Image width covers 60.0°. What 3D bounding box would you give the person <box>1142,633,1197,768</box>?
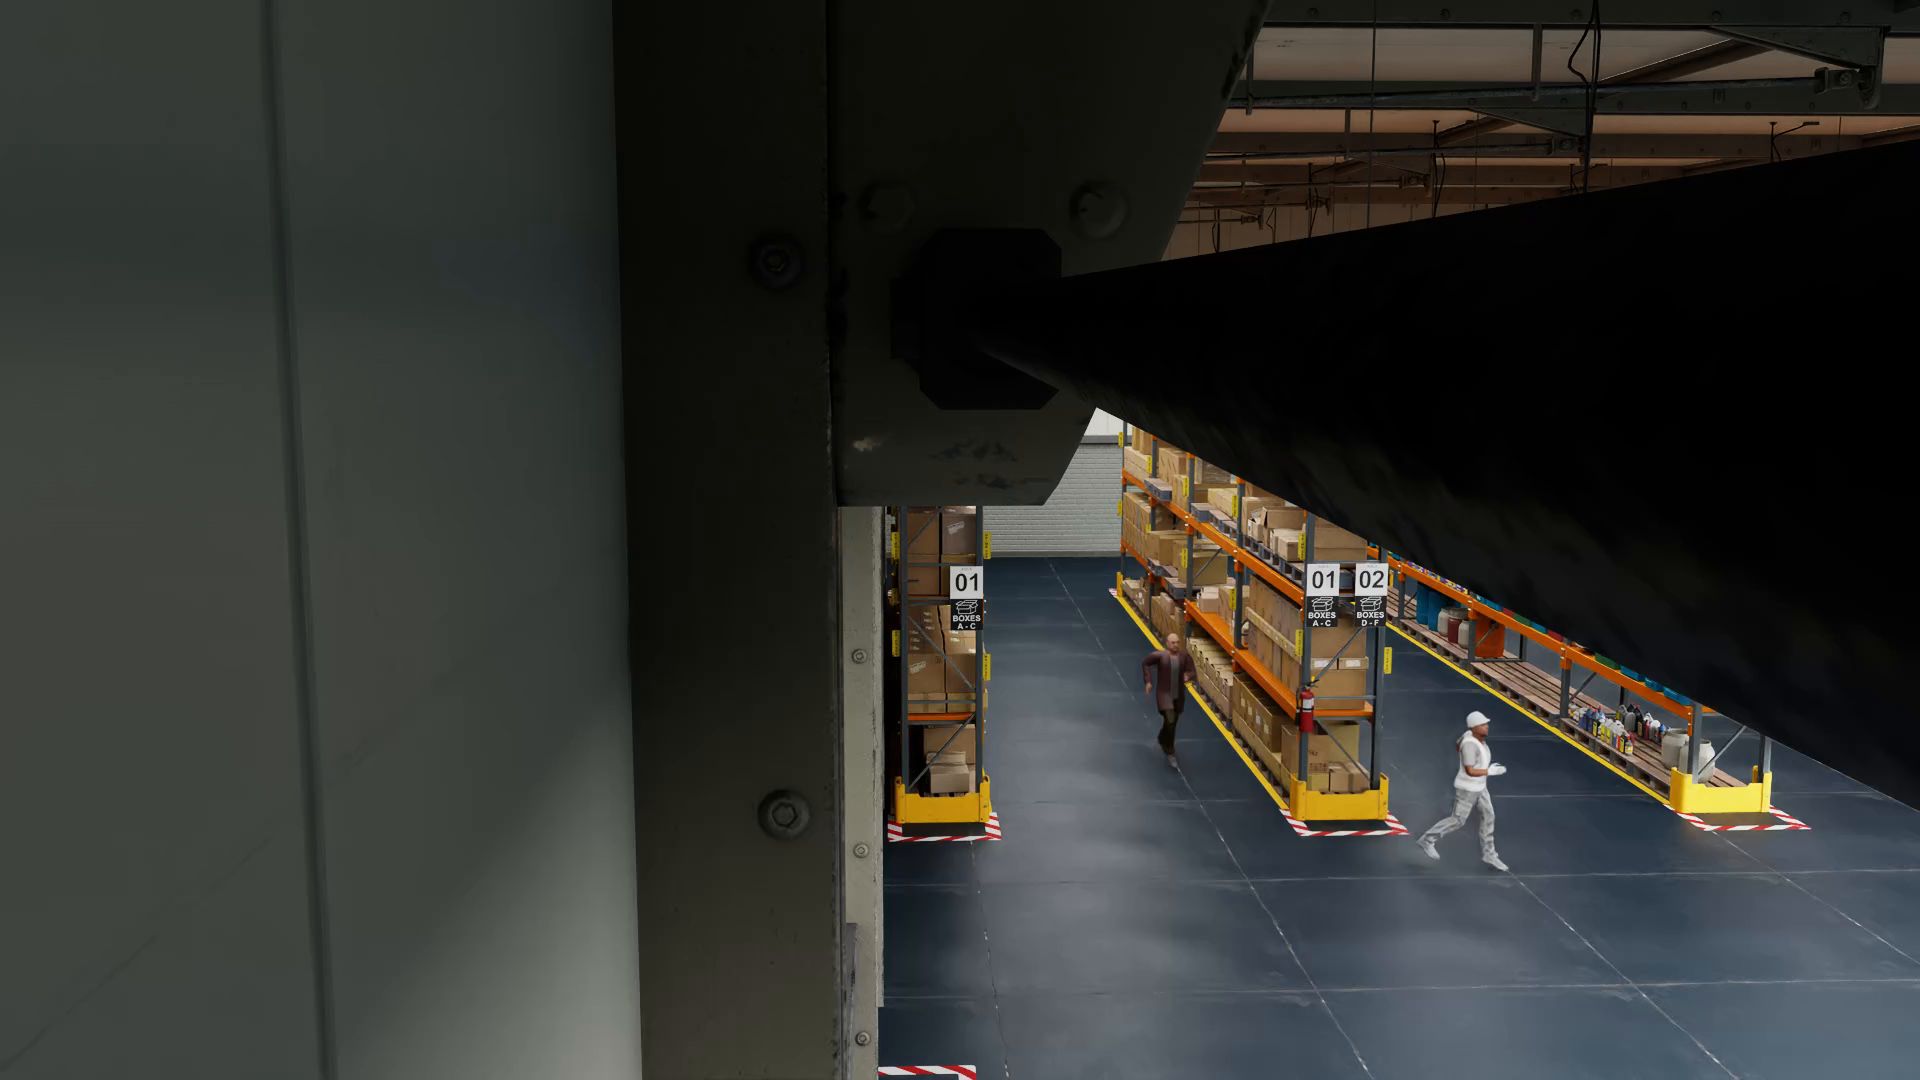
[{"bbox_3d":[2.935,2.204,23.175,0.666,1.847,0.937,-2,8,-17],"label":"person"}]

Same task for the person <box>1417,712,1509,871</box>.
[{"bbox_3d":[5.729,2.814,18.806,0.987,1.808,0.696,4,9,28],"label":"person"}]
